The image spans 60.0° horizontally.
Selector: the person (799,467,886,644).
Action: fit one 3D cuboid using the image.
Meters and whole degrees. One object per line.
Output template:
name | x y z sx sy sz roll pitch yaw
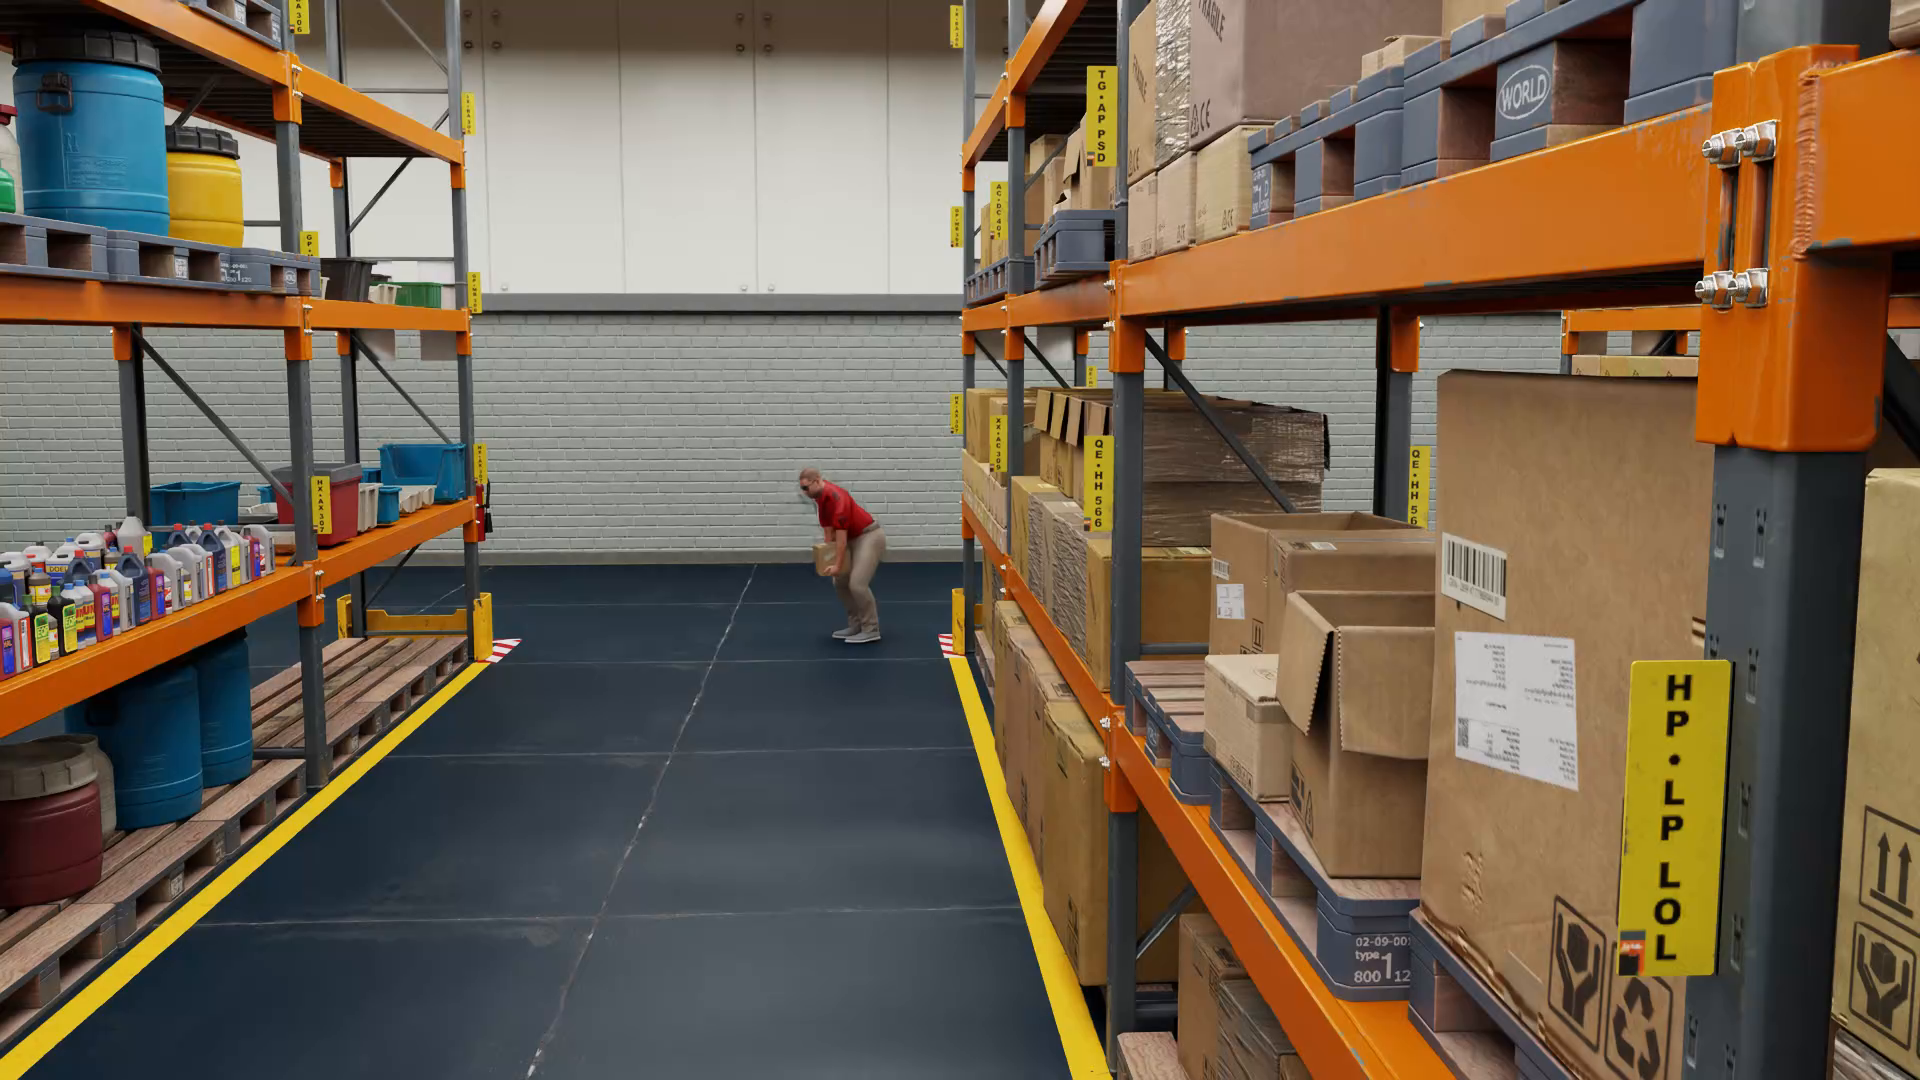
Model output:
person | -1.015 0.124 14.217 0.767 1.513 0.484 -4 8 -28
